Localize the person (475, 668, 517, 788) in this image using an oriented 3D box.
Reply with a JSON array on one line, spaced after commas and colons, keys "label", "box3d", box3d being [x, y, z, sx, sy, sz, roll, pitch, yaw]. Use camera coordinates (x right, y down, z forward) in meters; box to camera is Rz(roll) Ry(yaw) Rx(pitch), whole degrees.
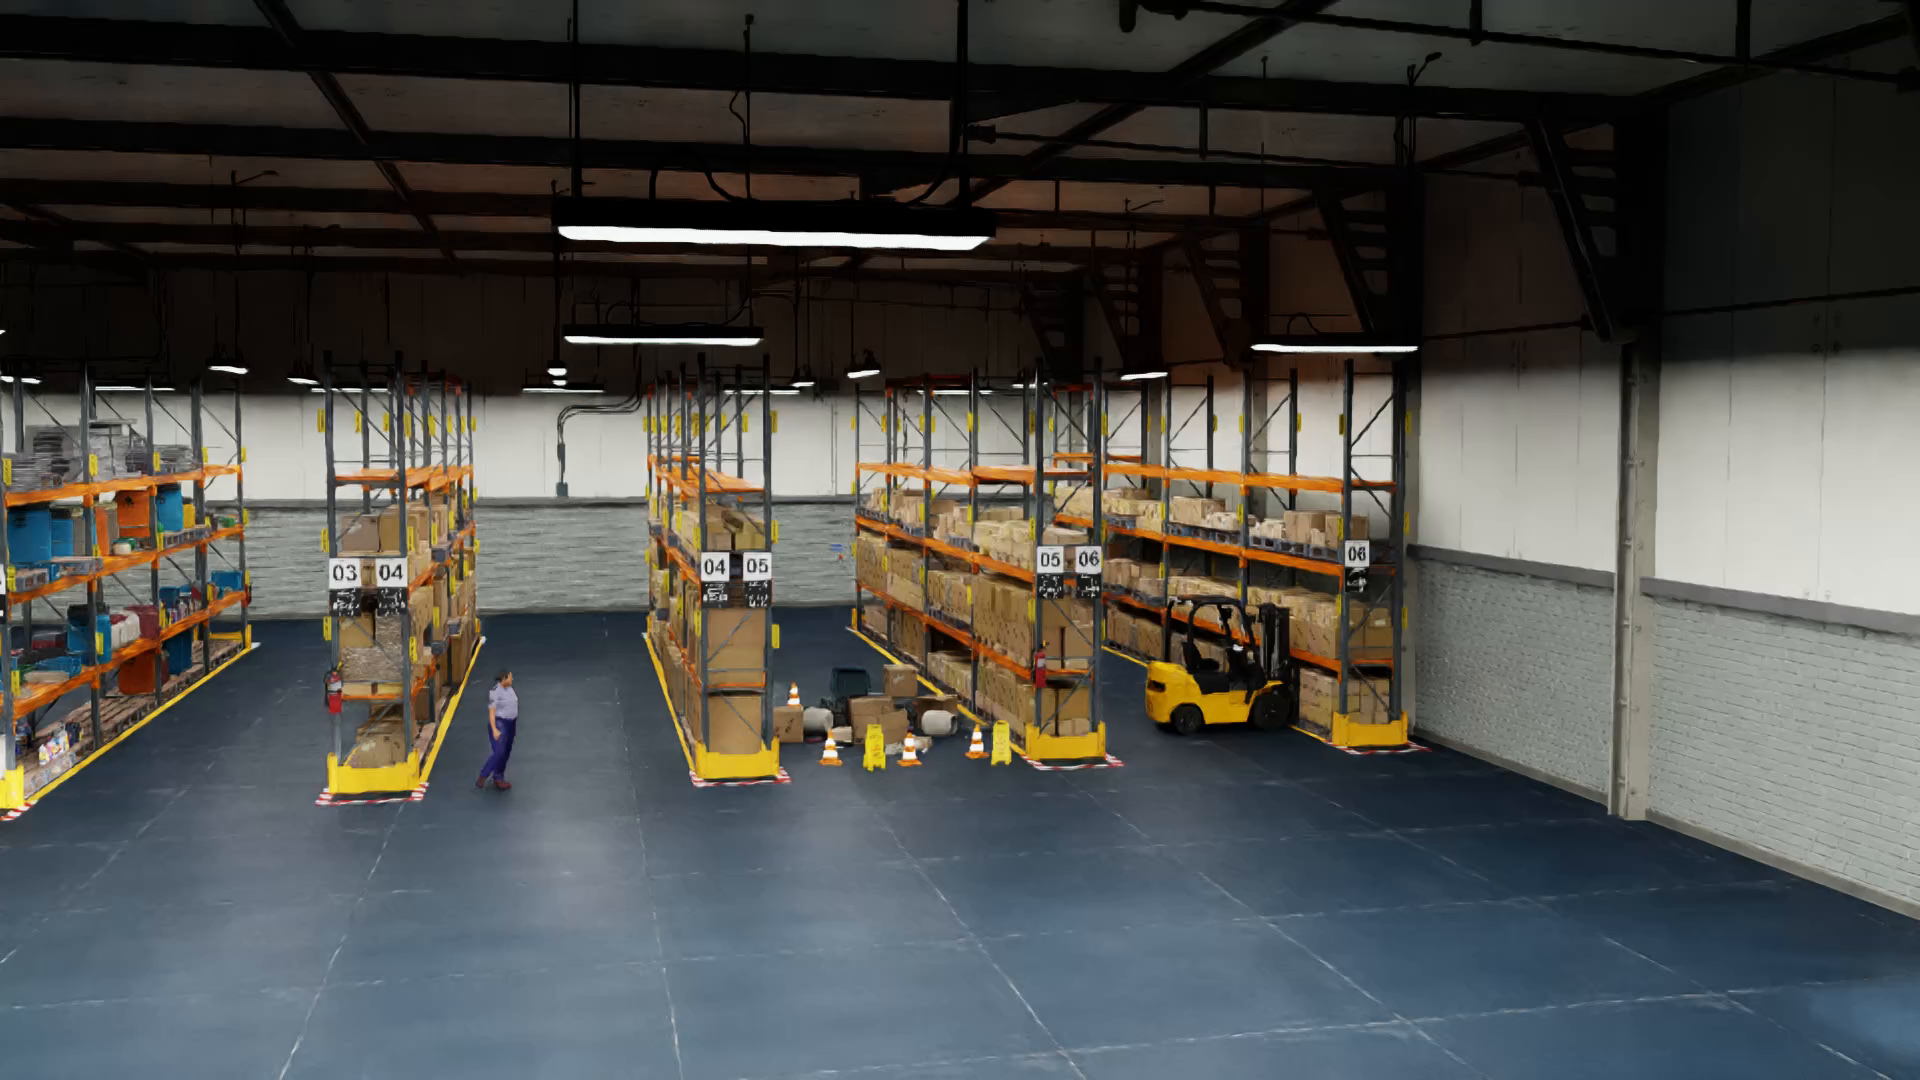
[{"label": "person", "box3d": [-6.359, 2.585, 22.841, 0.463, 1.641, 0.654, 2, 4, 21]}]
